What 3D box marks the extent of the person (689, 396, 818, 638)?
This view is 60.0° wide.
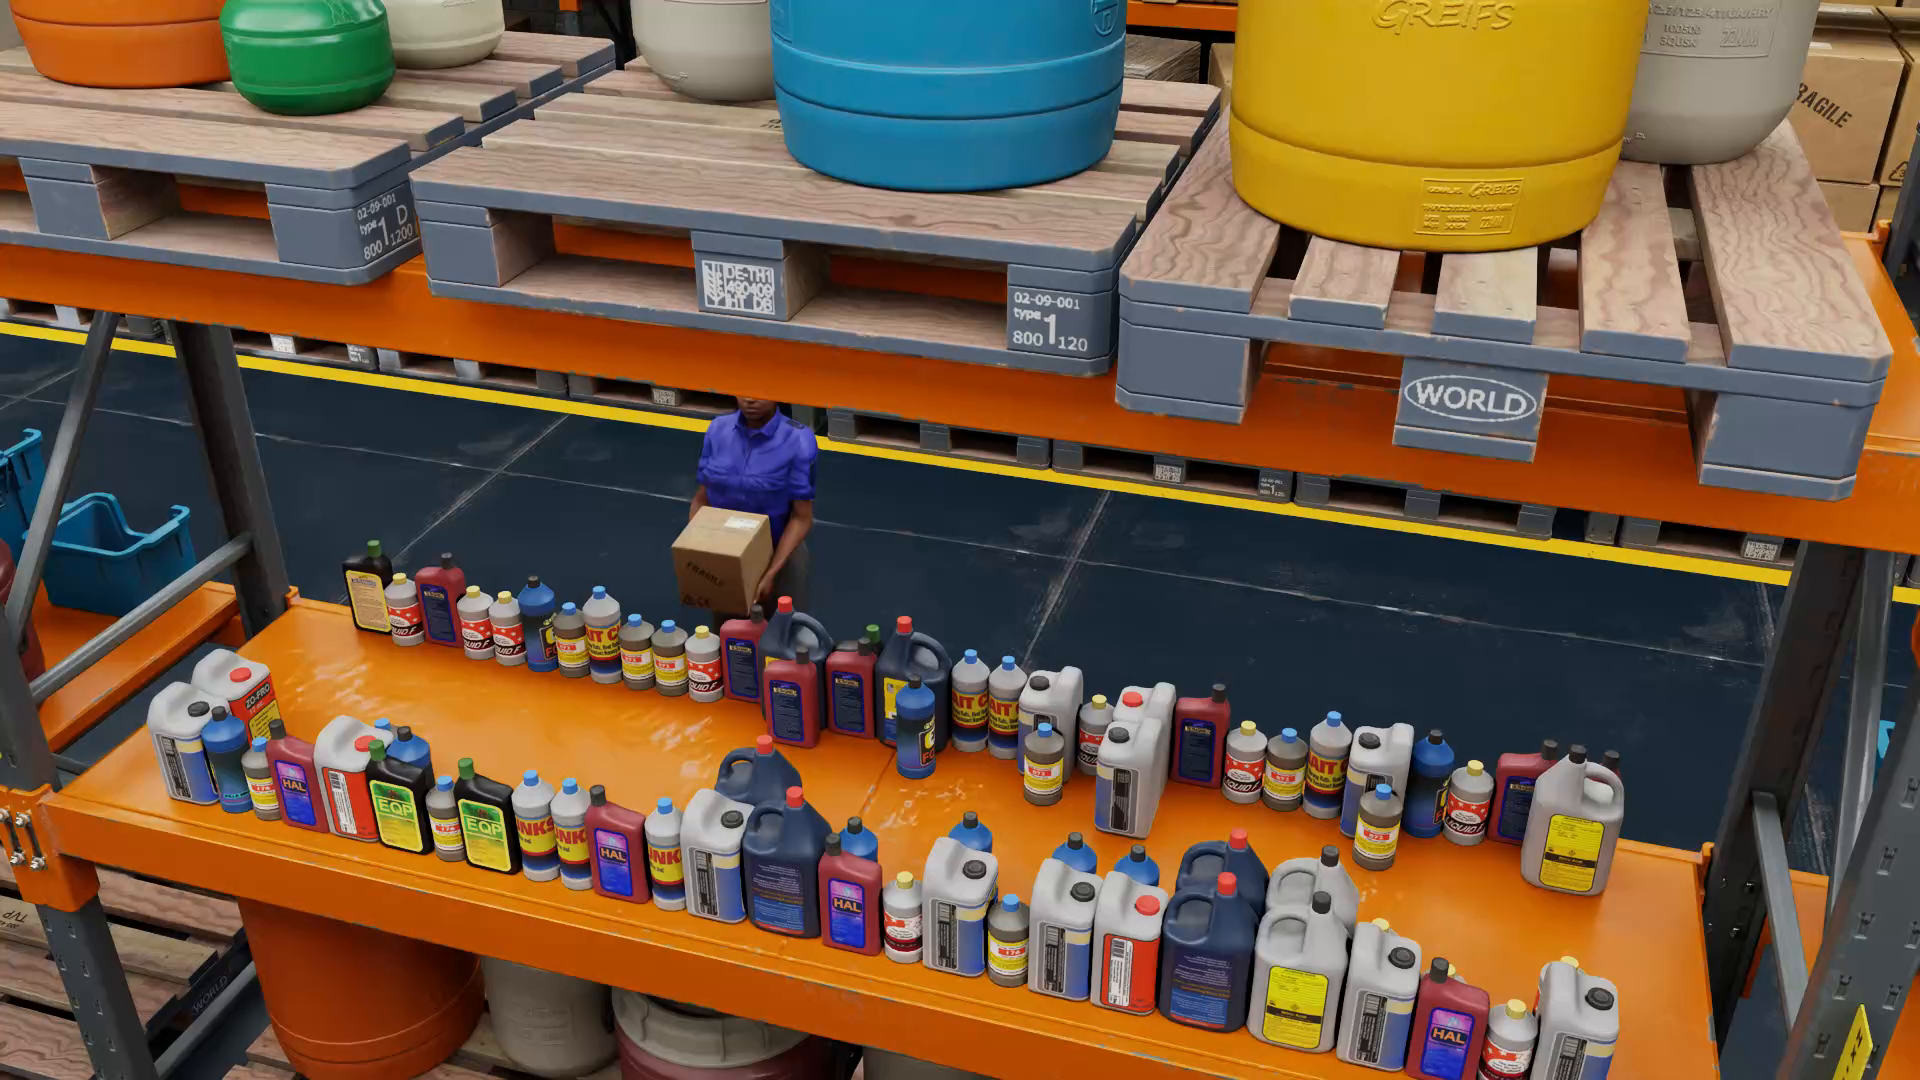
[{"bbox_3d":[-0.741,0.139,5.896,0.449,1.645,0.516,9,31,15],"label":"person"}]
